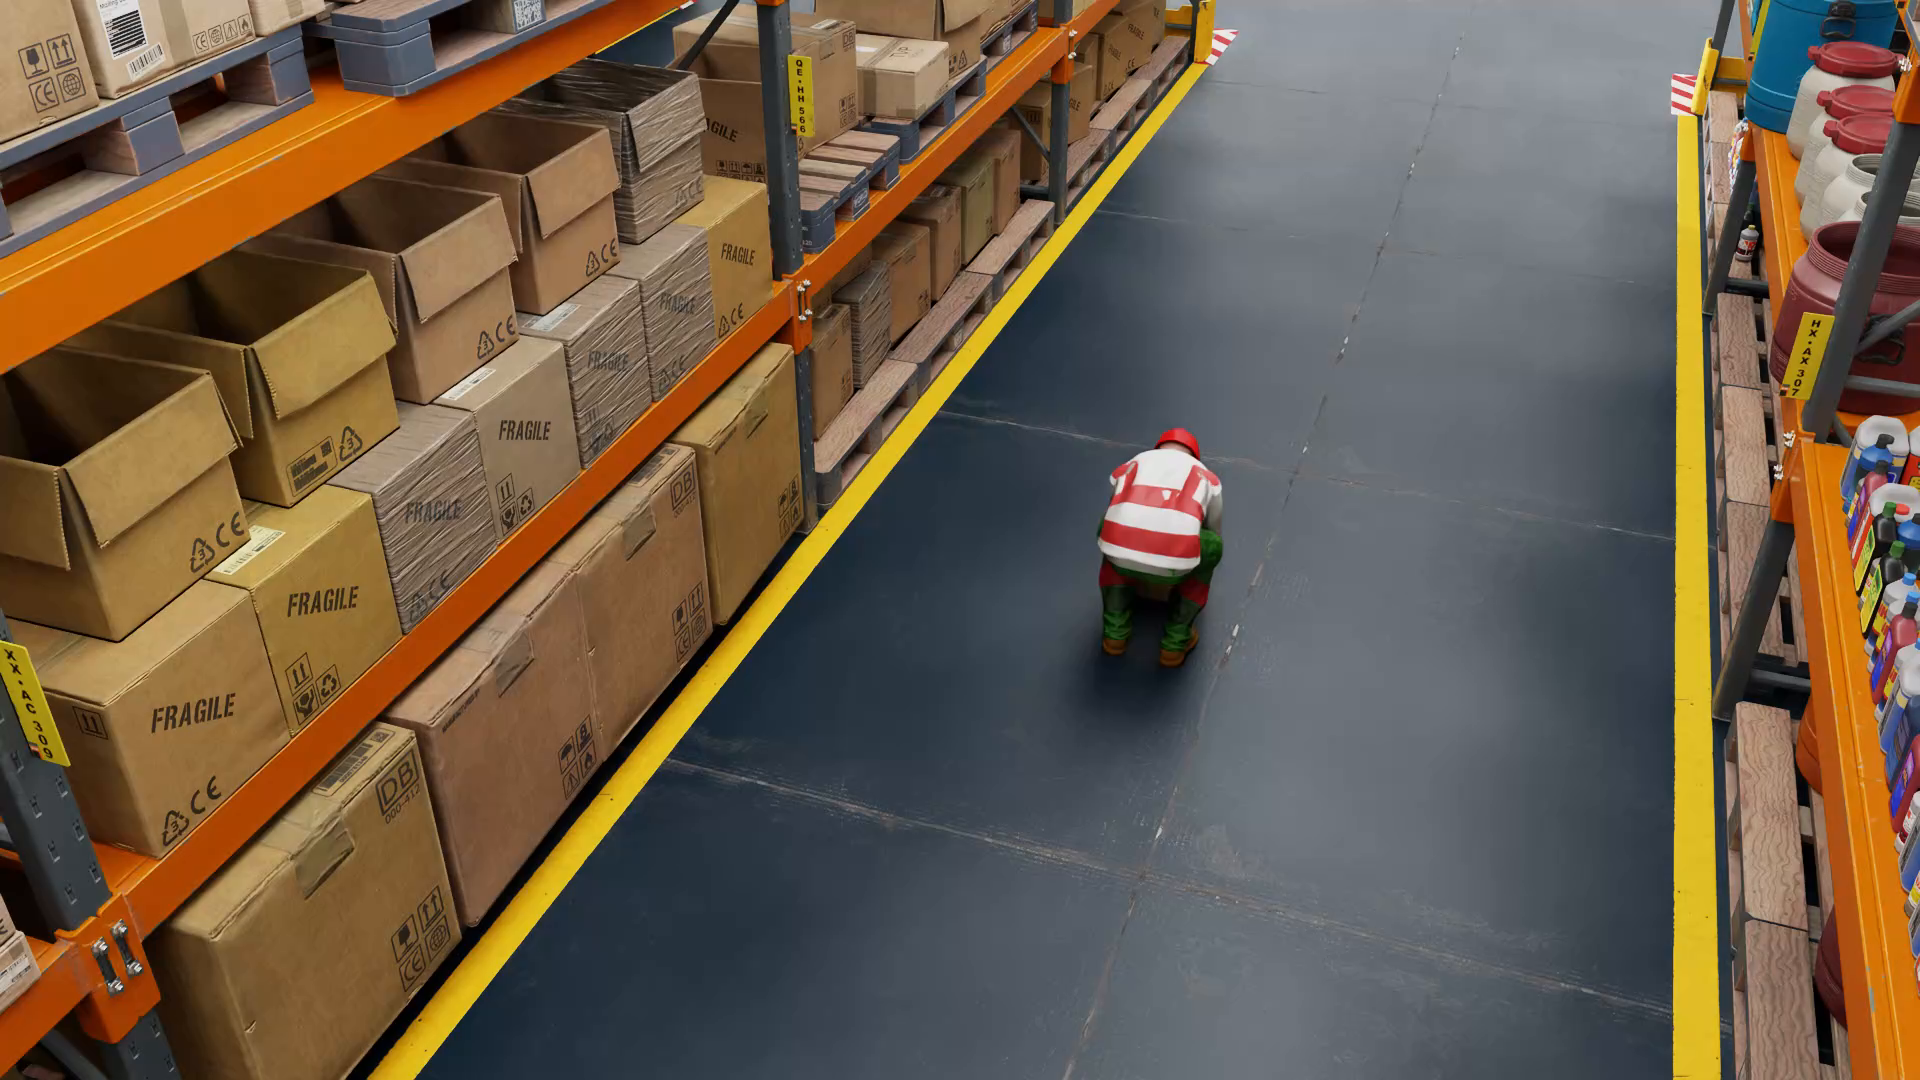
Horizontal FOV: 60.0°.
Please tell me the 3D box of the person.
[{"bbox_3d":[0.846,0.024,6.995,0.530,0.844,0.966,10,34,15],"label":"person"}]
